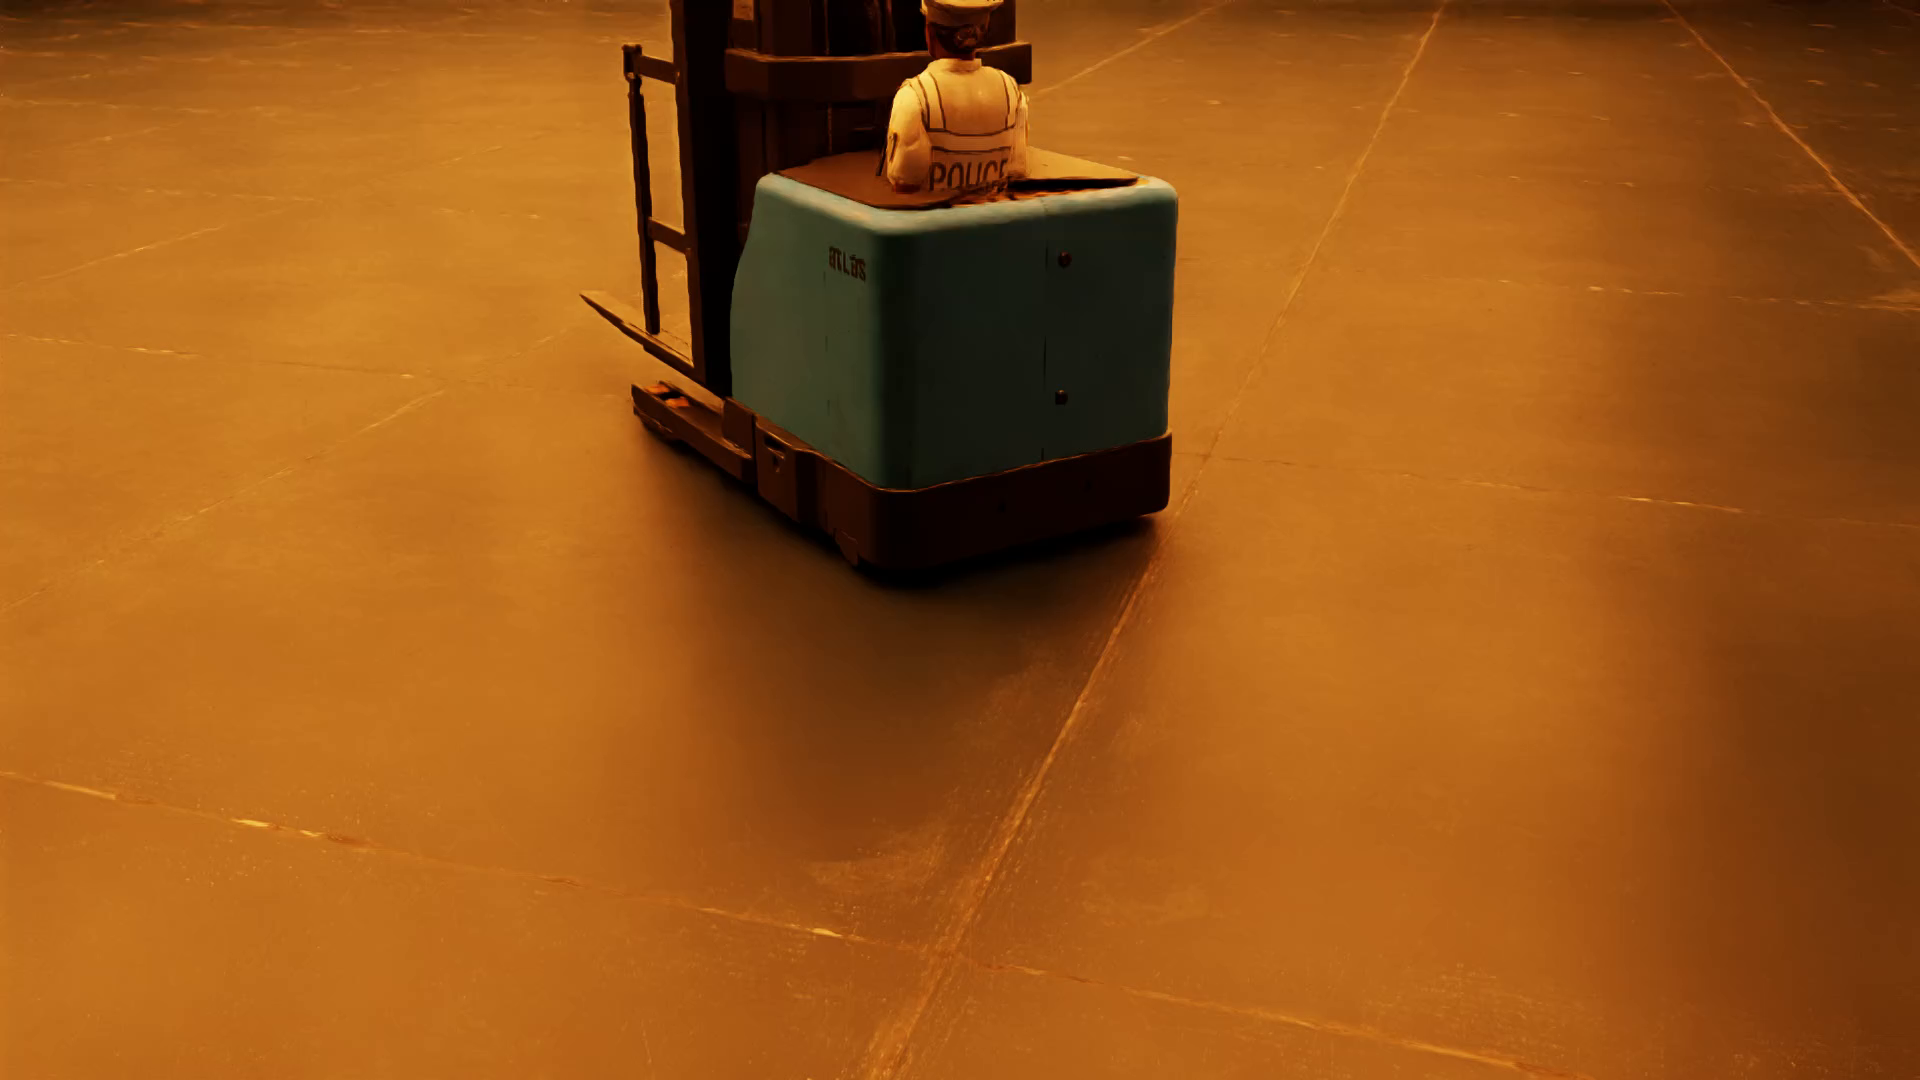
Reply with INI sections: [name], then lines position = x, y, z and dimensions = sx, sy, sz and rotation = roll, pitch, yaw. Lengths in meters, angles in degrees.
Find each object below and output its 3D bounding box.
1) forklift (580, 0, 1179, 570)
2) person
[forklift]
position = -0.545, -1.783, 5.598
dimensions = 1.130, 2.935, 3.031
rotation = -13, 26, -29
[person]
position = -0.076, -0.809, 4.888
dimensions = 0.475, 1.680, 0.563
rotation = -12, 26, -28
